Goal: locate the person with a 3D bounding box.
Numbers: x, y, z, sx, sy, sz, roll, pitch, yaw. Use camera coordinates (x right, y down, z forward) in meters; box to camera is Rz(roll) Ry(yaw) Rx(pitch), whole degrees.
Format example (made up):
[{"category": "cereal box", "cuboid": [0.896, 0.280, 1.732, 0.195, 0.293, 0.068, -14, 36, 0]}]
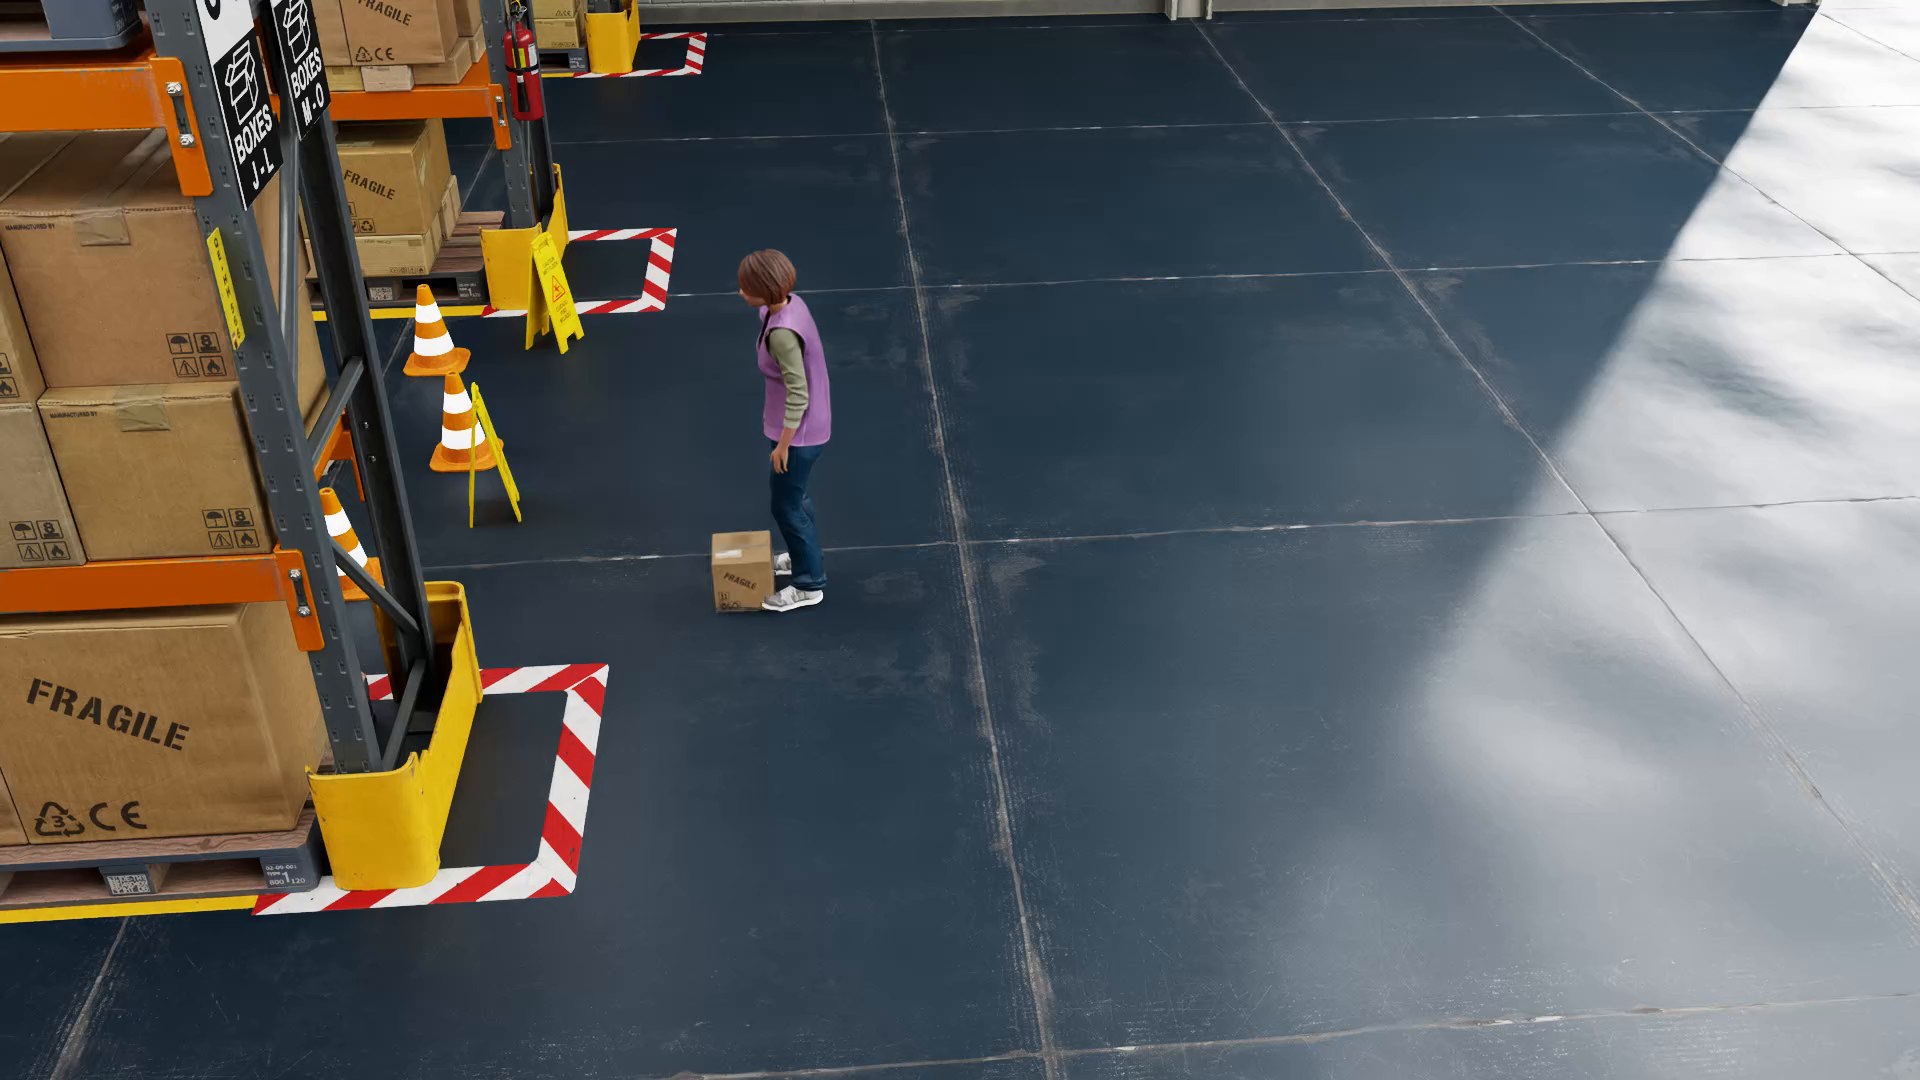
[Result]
[{"category": "person", "cuboid": [-0.705, -0.455, 6.886, 0.341, 1.593, 0.461, -4, 32, -6]}]
